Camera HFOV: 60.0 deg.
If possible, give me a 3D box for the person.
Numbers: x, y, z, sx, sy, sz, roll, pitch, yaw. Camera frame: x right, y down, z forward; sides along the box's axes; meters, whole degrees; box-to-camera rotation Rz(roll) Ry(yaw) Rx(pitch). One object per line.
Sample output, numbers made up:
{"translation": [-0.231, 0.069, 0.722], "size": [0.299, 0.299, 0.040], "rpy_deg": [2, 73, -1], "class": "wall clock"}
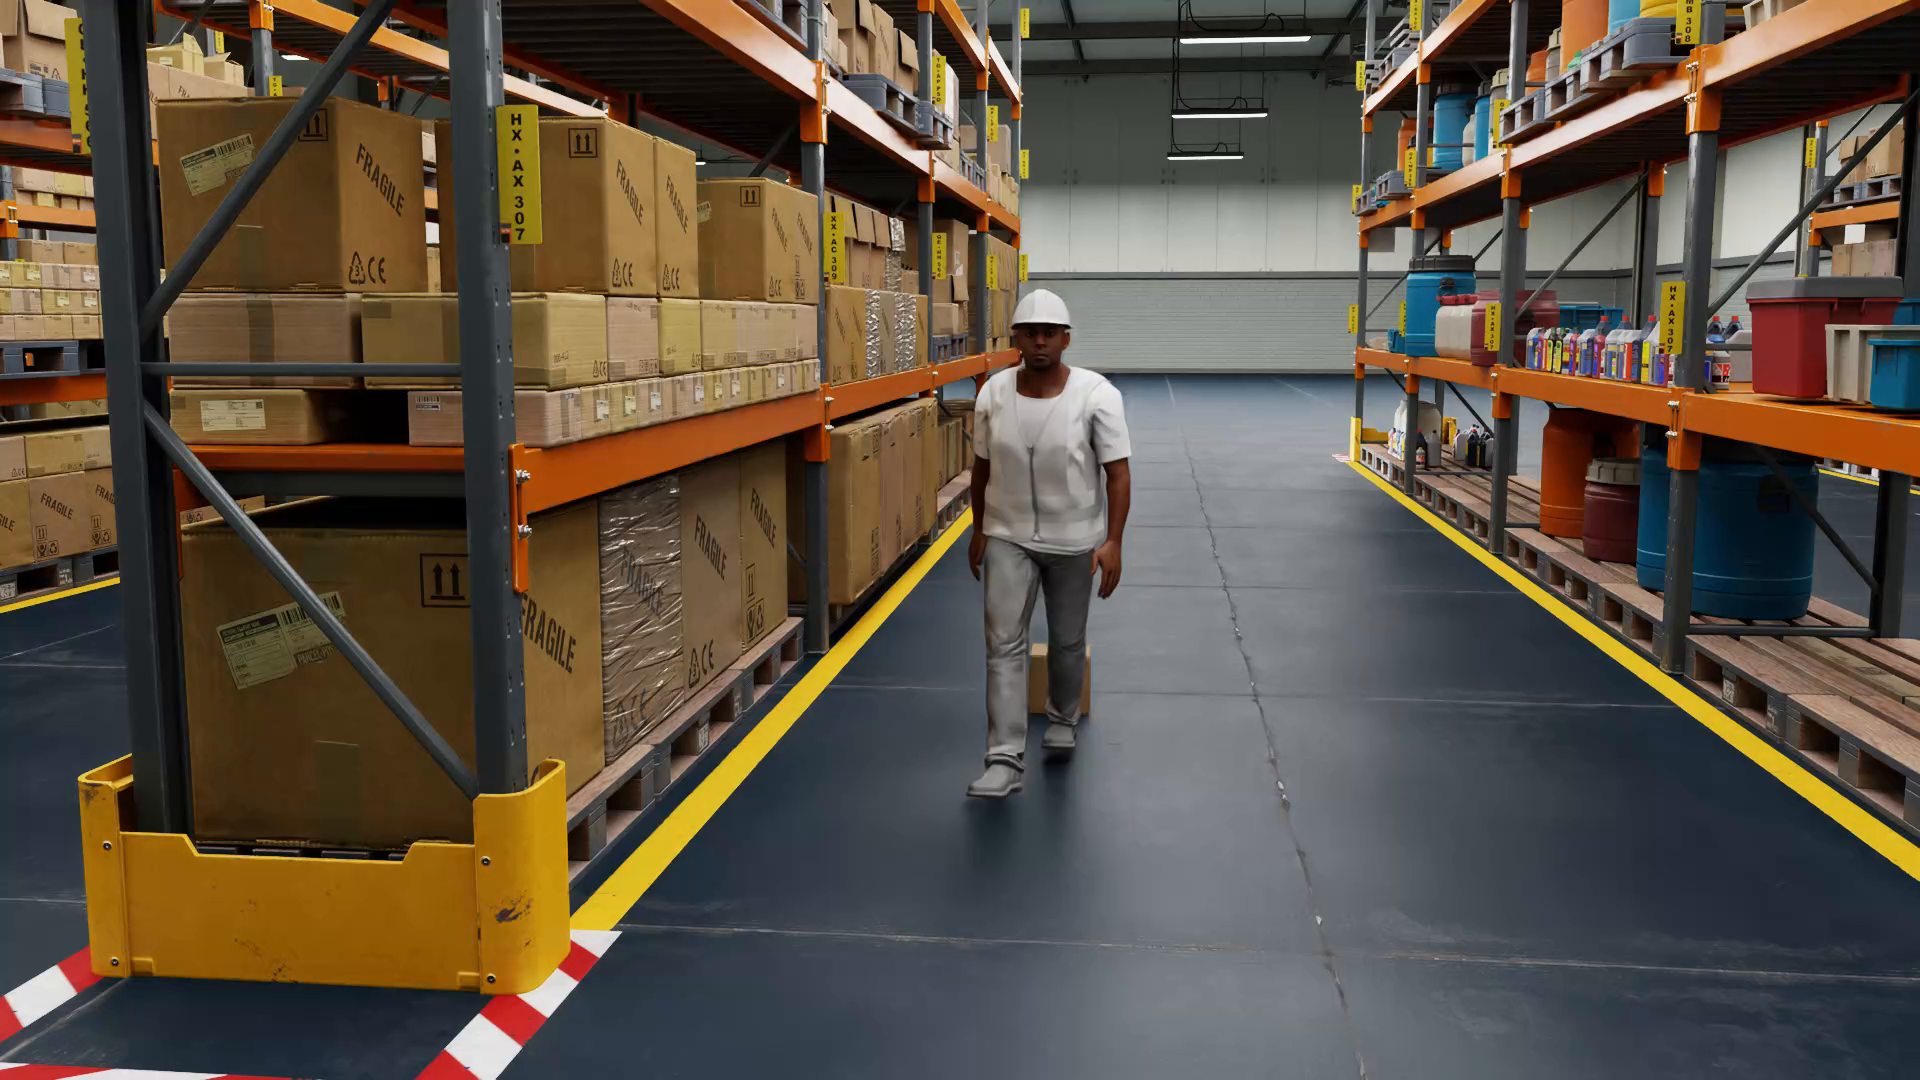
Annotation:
{"translation": [0.290, -0.014, 5.785], "size": [0.603, 1.698, 1.052], "rpy_deg": [1, 8, 10], "class": "person"}
